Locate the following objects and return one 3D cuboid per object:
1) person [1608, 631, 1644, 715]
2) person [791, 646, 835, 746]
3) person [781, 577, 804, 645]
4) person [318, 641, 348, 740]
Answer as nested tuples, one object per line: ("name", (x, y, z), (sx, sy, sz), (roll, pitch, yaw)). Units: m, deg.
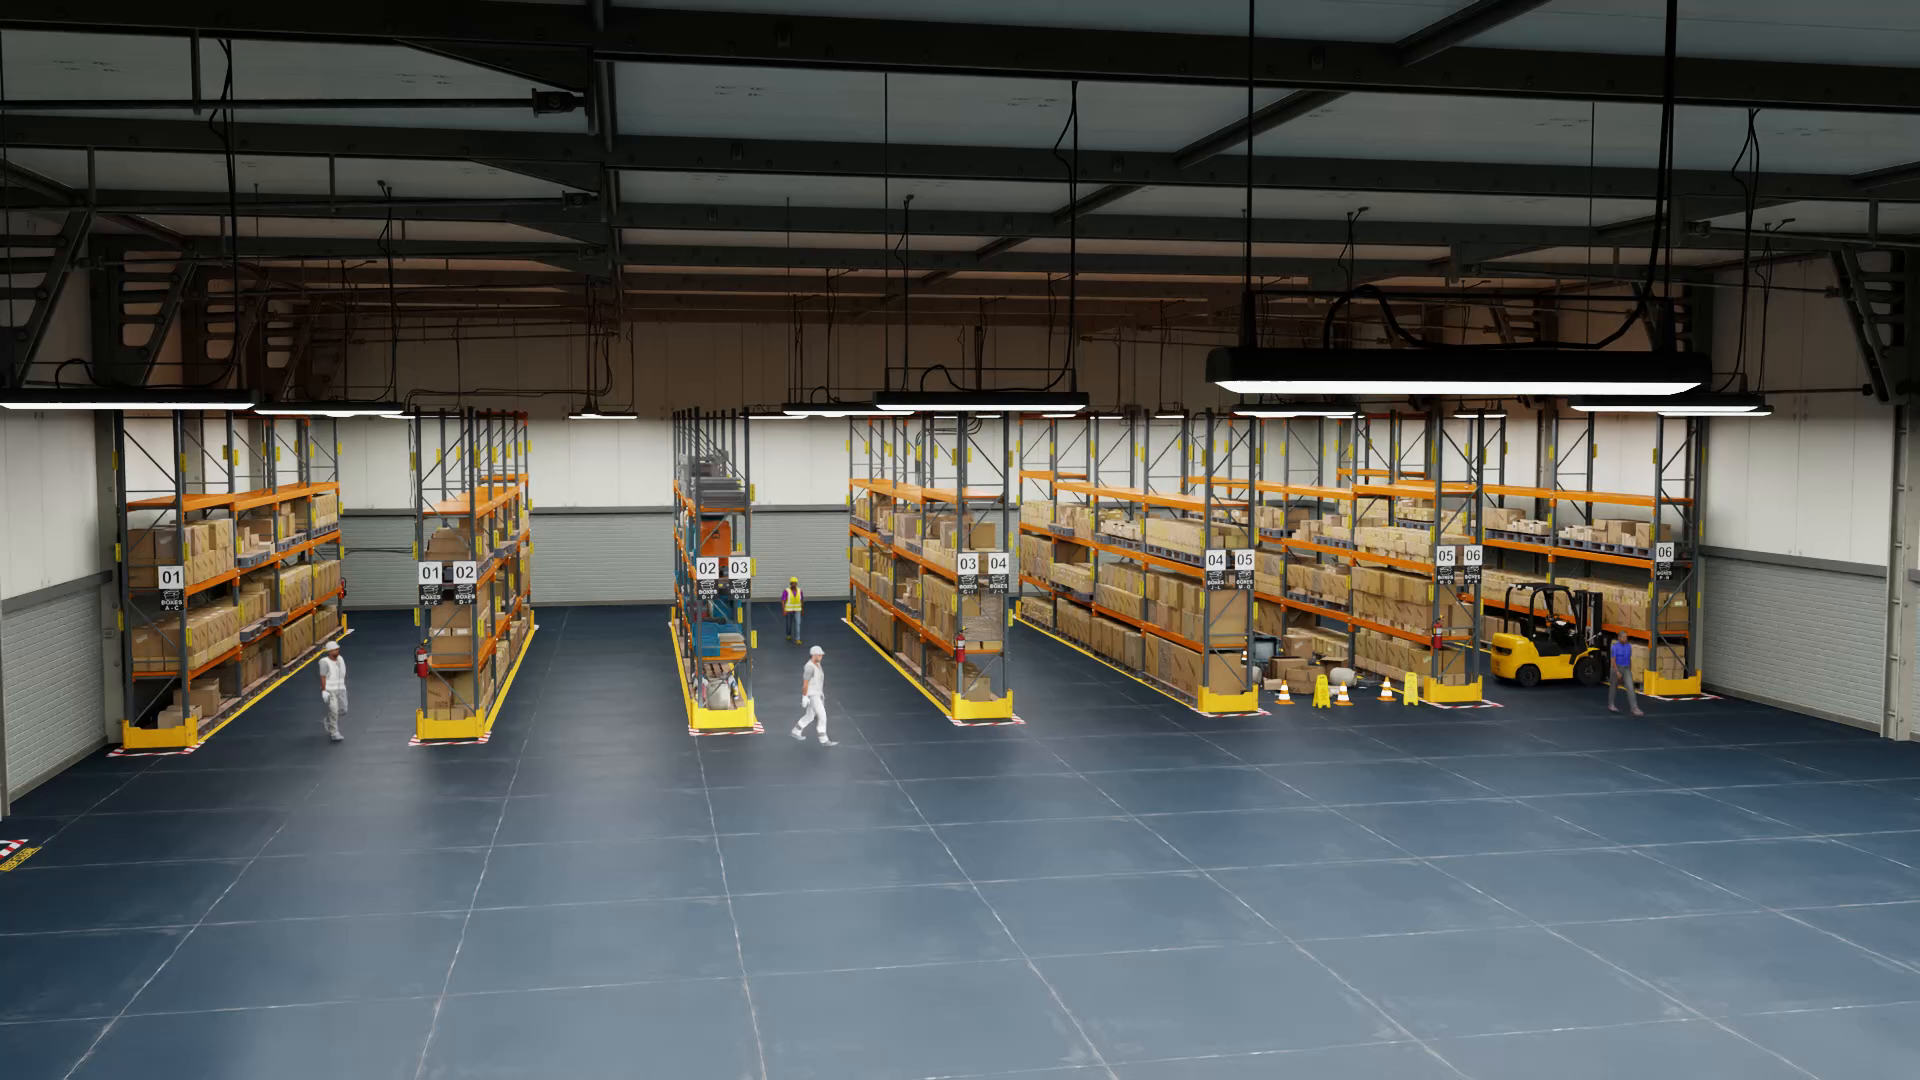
("person", (12.986, 2.579, 32.513), (0.483, 1.614, 0.919), (0, 4, -2))
("person", (-2.610, 2.754, 29.507), (0.917, 1.755, 0.547), (1, 4, 10))
("person", (-4.295, 1.820, 42.791), (0.606, 1.714, 1.093), (-1, 4, -14))
("person", (-11.320, 2.693, 29.944), (0.710, 1.772, 0.557), (3, 5, 33))
